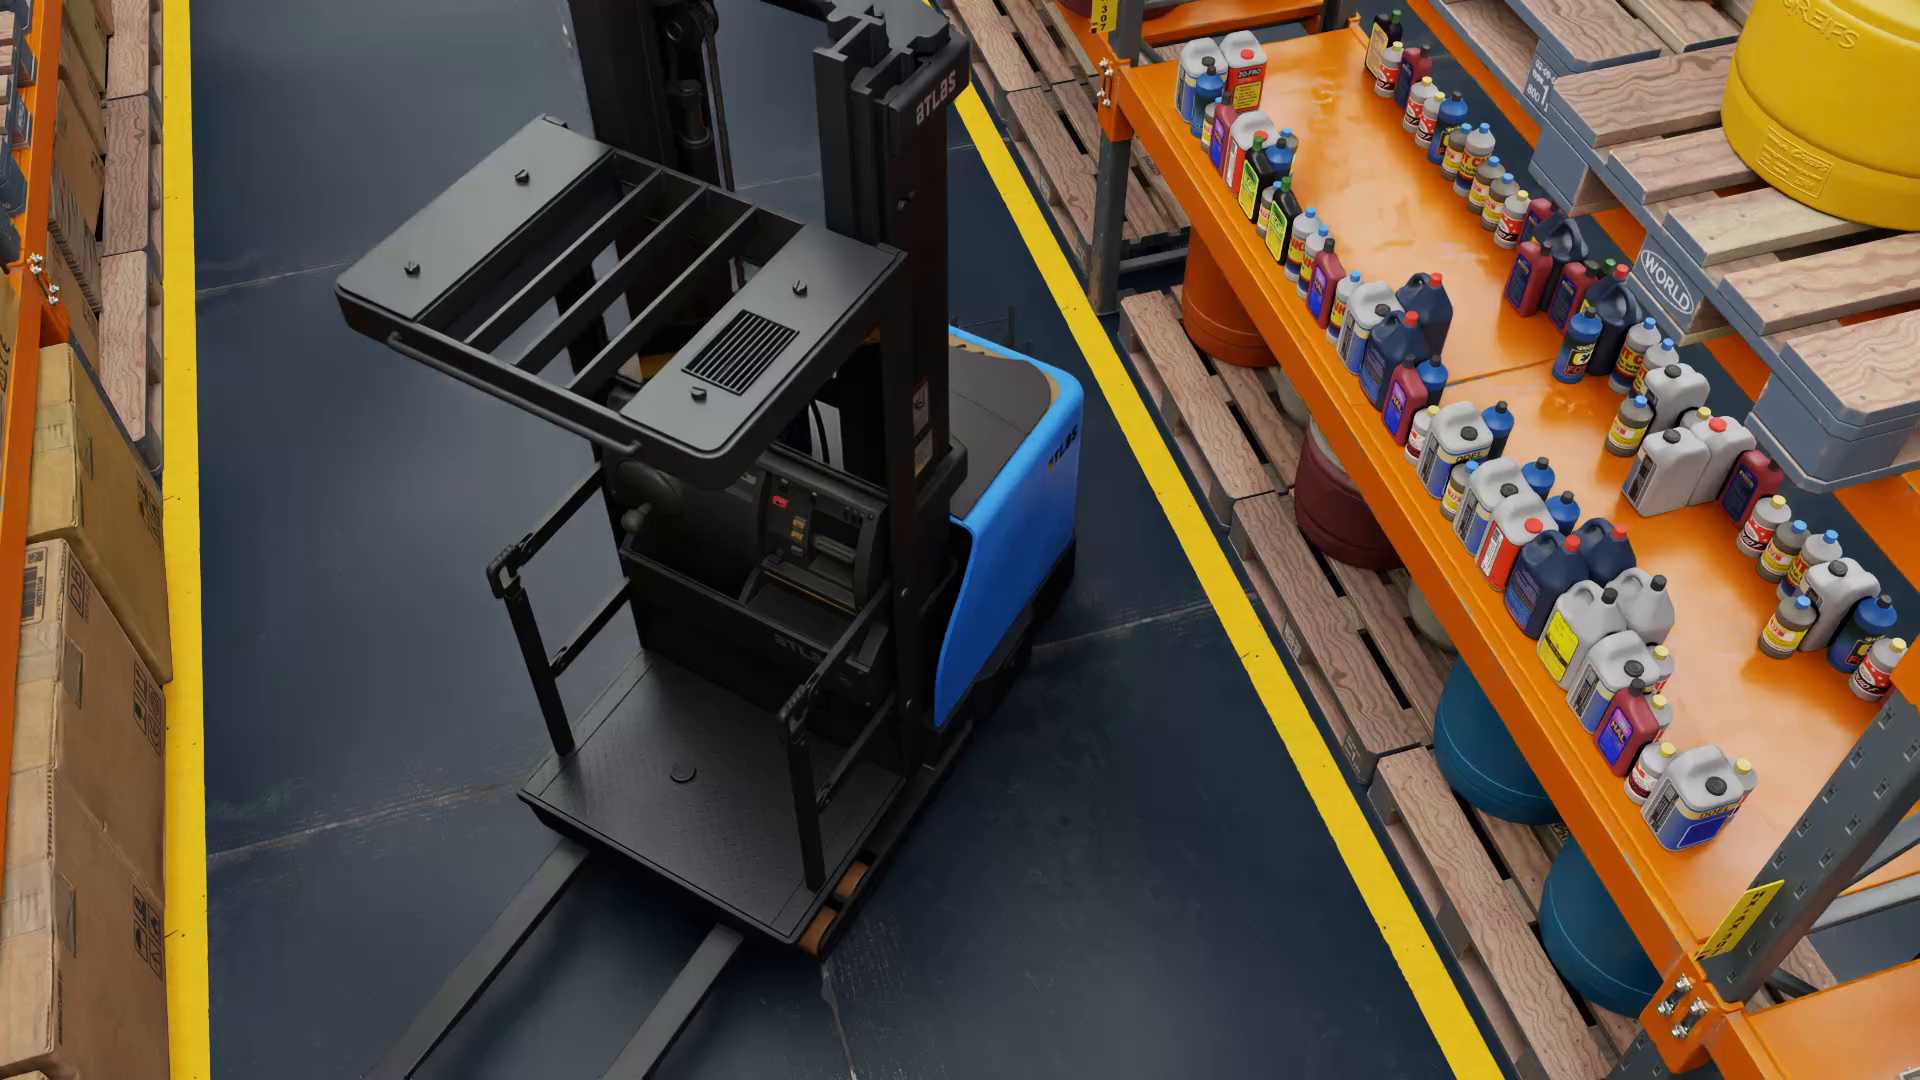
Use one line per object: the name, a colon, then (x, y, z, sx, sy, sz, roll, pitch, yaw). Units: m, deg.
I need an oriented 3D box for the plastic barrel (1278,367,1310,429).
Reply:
plastic barrel: (1.479, -0.697, 6.518, 0.421, 0.512, 0.421, 0, 50, 0)

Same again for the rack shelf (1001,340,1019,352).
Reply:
rack shelf: (0.115, -0.624, 6.168, 0.258, 0.077, 0.200, -13, 51, -11)

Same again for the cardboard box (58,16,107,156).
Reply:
cardboard box: (-4.399, -2.032, 7.638, 0.700, 0.500, 0.500, -17, 52, -14)

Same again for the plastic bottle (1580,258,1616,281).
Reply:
plastic bottle: (2.025, -0.805, 5.333, 0.061, 0.283, 0.133, -13, 51, -11)

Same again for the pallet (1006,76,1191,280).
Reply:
pallet: (0.874, -1.785, 7.906, 1.003, 0.211, 1.213, -13, 51, -11)

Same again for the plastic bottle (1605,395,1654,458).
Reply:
plastic bottle: (2.020, -0.352, 5.004, 0.097, 0.201, 0.097, 0, 50, 0)

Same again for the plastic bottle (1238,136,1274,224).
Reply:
plastic bottle: (1.018, -1.236, 5.696, 0.061, 0.283, 0.133, -13, 51, -11)

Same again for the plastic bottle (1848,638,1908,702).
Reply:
plastic bottle: (2.457, 0.335, 4.426, 0.097, 0.201, 0.097, 0, 50, 0)

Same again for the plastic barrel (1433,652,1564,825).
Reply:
plastic barrel: (1.895, 0.435, 5.309, 0.600, 0.901, 0.708, -13, 51, -11)

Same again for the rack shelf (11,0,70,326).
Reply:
rack shelf: (-4.257, -2.218, 6.918, 1.077, 0.370, 4.000, -13, 51, -11)

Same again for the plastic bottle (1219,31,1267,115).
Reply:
plastic bottle: (1.030, -1.714, 6.104, 0.152, 0.276, 0.135, -13, 51, -11)

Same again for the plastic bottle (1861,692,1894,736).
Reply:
plastic bottle: (2.442, 0.468, 4.215, 0.144, 0.351, 0.185, -13, 51, -11)

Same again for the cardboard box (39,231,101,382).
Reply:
cardboard box: (-3.883, -0.810, 6.608, 0.700, 0.500, 0.500, -16, 52, -13)

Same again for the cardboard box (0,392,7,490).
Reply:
cardboard box: (-3.141, -0.352, 4.809, 0.500, 0.500, 0.500, -14, 51, -11)

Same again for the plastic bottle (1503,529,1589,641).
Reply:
plastic bottle: (1.609, 0.096, 4.529, 0.144, 0.351, 0.185, -13, 51, -11)

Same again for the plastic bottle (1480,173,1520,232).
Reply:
plastic bottle: (1.850, -1.162, 5.688, 0.097, 0.201, 0.097, 0, 50, 0)

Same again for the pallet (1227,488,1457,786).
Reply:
pallet: (1.696, 0.246, 6.195, 1.003, 0.211, 1.213, -13, 51, -11)

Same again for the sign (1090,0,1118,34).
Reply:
sign: (0.542, -2.032, 6.184, 0.100, 0.325, 0.005, -13, 51, -11)

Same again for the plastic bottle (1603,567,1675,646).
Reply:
plastic bottle: (1.802, 0.198, 4.443, 0.144, 0.351, 0.185, -13, 51, -11)

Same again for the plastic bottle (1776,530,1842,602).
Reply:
plastic bottle: (2.359, 0.072, 4.602, 0.097, 0.271, 0.097, 0, 50, 0)

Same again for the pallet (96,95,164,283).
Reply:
pallet: (-4.253, -1.551, 7.709, 1.003, 0.211, 1.213, -13, 51, -11)

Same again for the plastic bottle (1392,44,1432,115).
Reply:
plastic bottle: (1.661, -1.704, 6.091, 0.061, 0.283, 0.133, -13, 51, -11)

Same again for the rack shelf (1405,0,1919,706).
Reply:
rack shelf: (1.657, -1.383, 4.253, 1.077, 0.370, 4.000, -13, 51, -11)

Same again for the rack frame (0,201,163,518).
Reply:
rack frame: (-3.666, -0.989, 5.412, 1.000, 3.000, 0.127, -13, 51, -11)

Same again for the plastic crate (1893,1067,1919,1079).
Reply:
plastic crate: (2.250, 1.250, 3.657, 0.396, 0.136, 0.243, -13, 51, -11)

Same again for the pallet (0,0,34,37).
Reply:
pallet: (-4.290, -2.364, 6.696, 1.003, 0.211, 1.213, -13, 51, -11)

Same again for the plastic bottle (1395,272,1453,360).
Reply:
plastic bottle: (1.444, -0.706, 5.205, 0.144, 0.351, 0.185, -13, 51, -11)

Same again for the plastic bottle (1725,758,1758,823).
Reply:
plastic bottle: (1.937, 0.620, 4.185, 0.097, 0.201, 0.097, 0, 50, 0)

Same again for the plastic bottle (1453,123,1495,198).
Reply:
plastic bottle: (1.793, -1.327, 5.781, 0.097, 0.271, 0.097, 0, 50, 0)

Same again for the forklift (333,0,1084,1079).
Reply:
forklift: (-0.741, -0.007, 4.629, 1.130, 2.935, 3.031, 24, 54, 19)

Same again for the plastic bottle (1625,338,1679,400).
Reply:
plastic bottle: (2.125, -0.507, 5.089, 0.097, 0.271, 0.097, 0, 50, 0)

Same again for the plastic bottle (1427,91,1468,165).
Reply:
plastic bottle: (1.735, -1.469, 5.901, 0.097, 0.271, 0.097, 0, 50, 0)

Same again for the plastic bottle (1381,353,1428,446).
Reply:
plastic bottle: (1.346, -0.426, 5.013, 0.061, 0.283, 0.133, -13, 51, -11)

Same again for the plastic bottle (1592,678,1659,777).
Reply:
plastic bottle: (1.711, 0.477, 4.252, 0.061, 0.283, 0.133, -13, 51, -11)

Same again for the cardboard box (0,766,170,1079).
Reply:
cardboard box: (-2.956, 1.366, 4.541, 1.225, 0.875, 0.875, -15, 51, -12)

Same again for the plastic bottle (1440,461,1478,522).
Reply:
plastic bottle: (1.466, -0.150, 4.834, 0.097, 0.201, 0.097, 0, 50, 0)

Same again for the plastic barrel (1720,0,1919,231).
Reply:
plastic barrel: (1.785, -0.971, 3.037, 0.600, 0.588, 0.600, 0, 50, 0)

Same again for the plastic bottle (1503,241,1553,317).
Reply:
plastic bottle: (1.848, -0.870, 5.388, 0.061, 0.283, 0.133, -13, 51, -11)

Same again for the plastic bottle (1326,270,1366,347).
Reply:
plastic bottle: (1.234, -0.744, 5.289, 0.097, 0.271, 0.097, 0, 50, 0)

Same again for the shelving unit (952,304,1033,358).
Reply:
shelving unit: (0.115, -0.472, 6.349, 0.258, 0.900, 0.210, -13, 51, -11)

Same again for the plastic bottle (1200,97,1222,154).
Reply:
plastic bottle: (0.922, -1.494, 5.967, 0.097, 0.201, 0.097, 0, 50, 0)

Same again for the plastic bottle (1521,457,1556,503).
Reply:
plastic bottle: (1.640, -0.136, 4.777, 0.097, 0.271, 0.097, 0, 50, 0)

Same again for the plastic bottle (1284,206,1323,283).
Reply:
plastic bottle: (1.137, -0.984, 5.491, 0.097, 0.271, 0.097, 0, 50, 0)
